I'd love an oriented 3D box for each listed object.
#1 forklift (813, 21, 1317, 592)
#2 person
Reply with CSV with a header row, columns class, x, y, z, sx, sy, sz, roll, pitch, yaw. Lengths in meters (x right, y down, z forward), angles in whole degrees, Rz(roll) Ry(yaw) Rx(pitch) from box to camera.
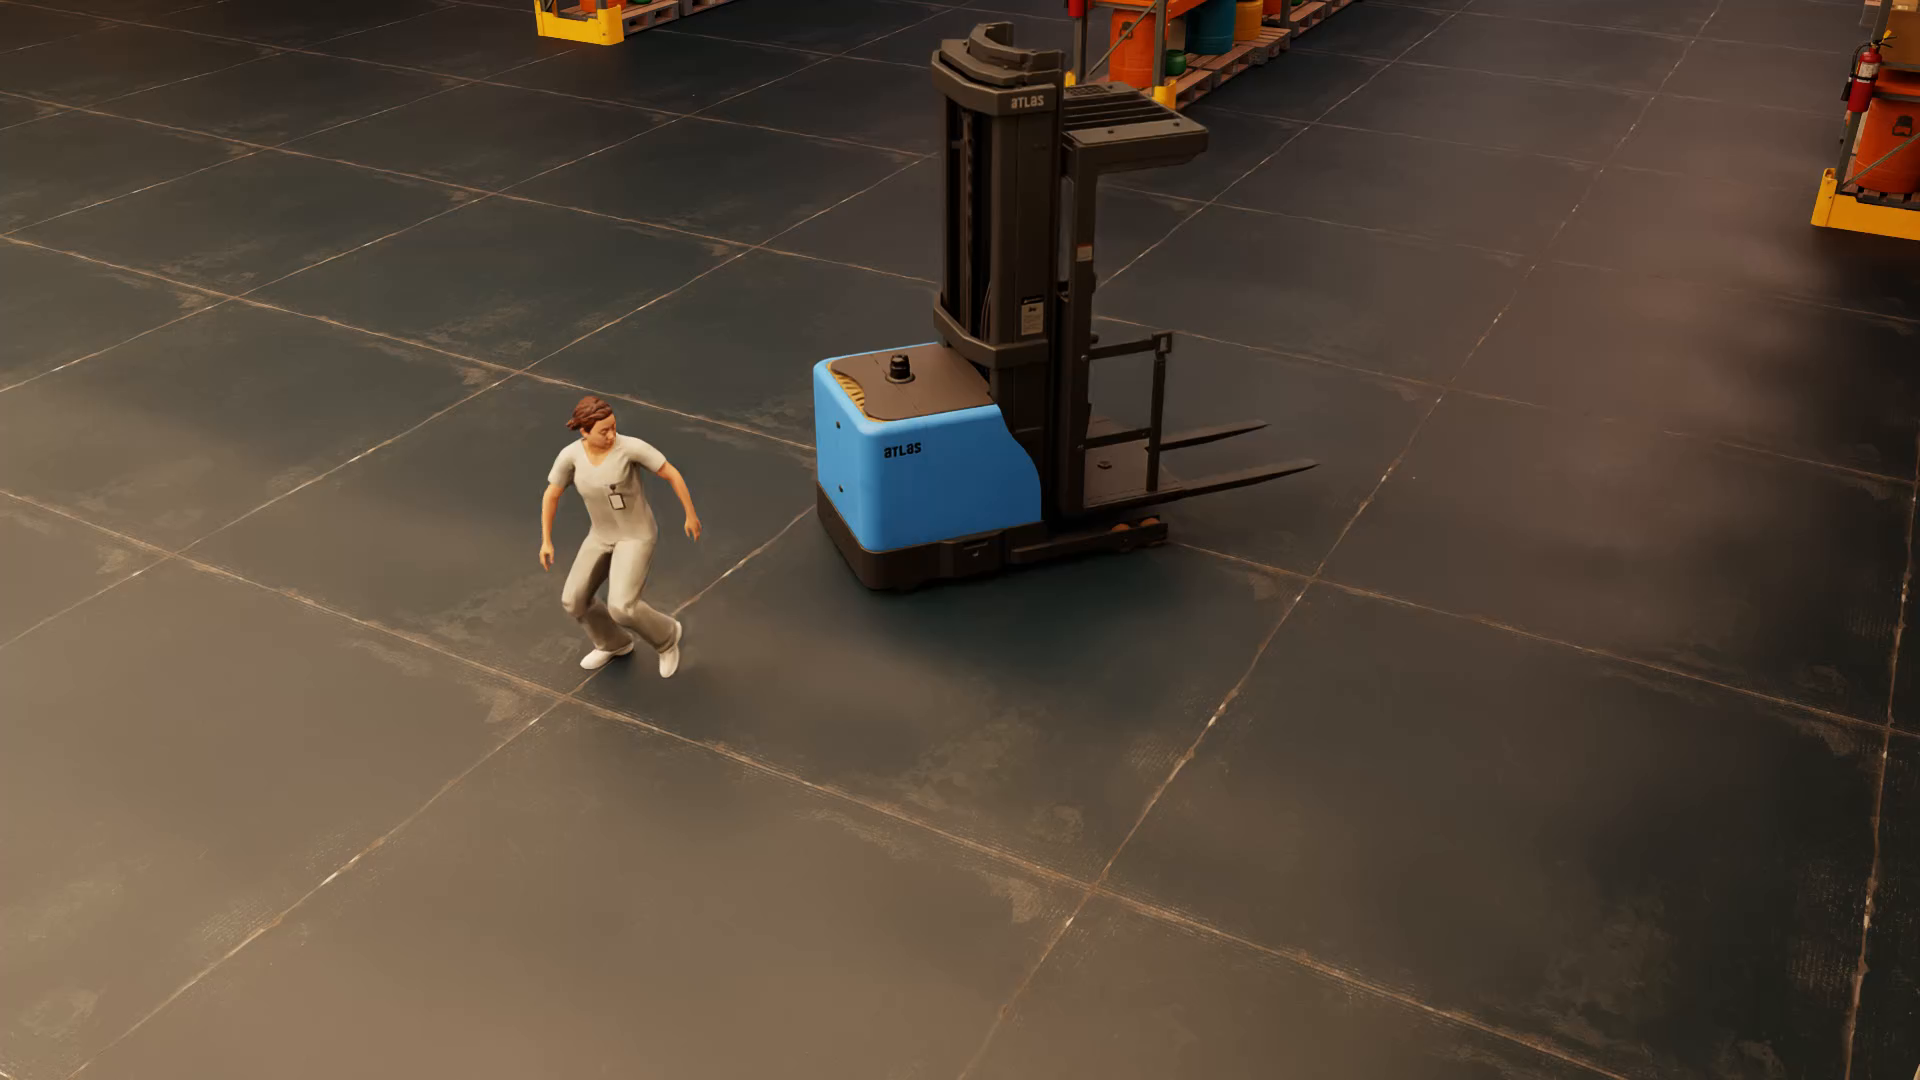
class,x,y,z,sx,sy,sz,roll,pitch,yaw
forklift,0.702,-1.431,9.550,3.031,2.935,1.130,-11,32,-18
person,-1.745,0.004,8.432,0.705,1.575,0.545,12,32,21
